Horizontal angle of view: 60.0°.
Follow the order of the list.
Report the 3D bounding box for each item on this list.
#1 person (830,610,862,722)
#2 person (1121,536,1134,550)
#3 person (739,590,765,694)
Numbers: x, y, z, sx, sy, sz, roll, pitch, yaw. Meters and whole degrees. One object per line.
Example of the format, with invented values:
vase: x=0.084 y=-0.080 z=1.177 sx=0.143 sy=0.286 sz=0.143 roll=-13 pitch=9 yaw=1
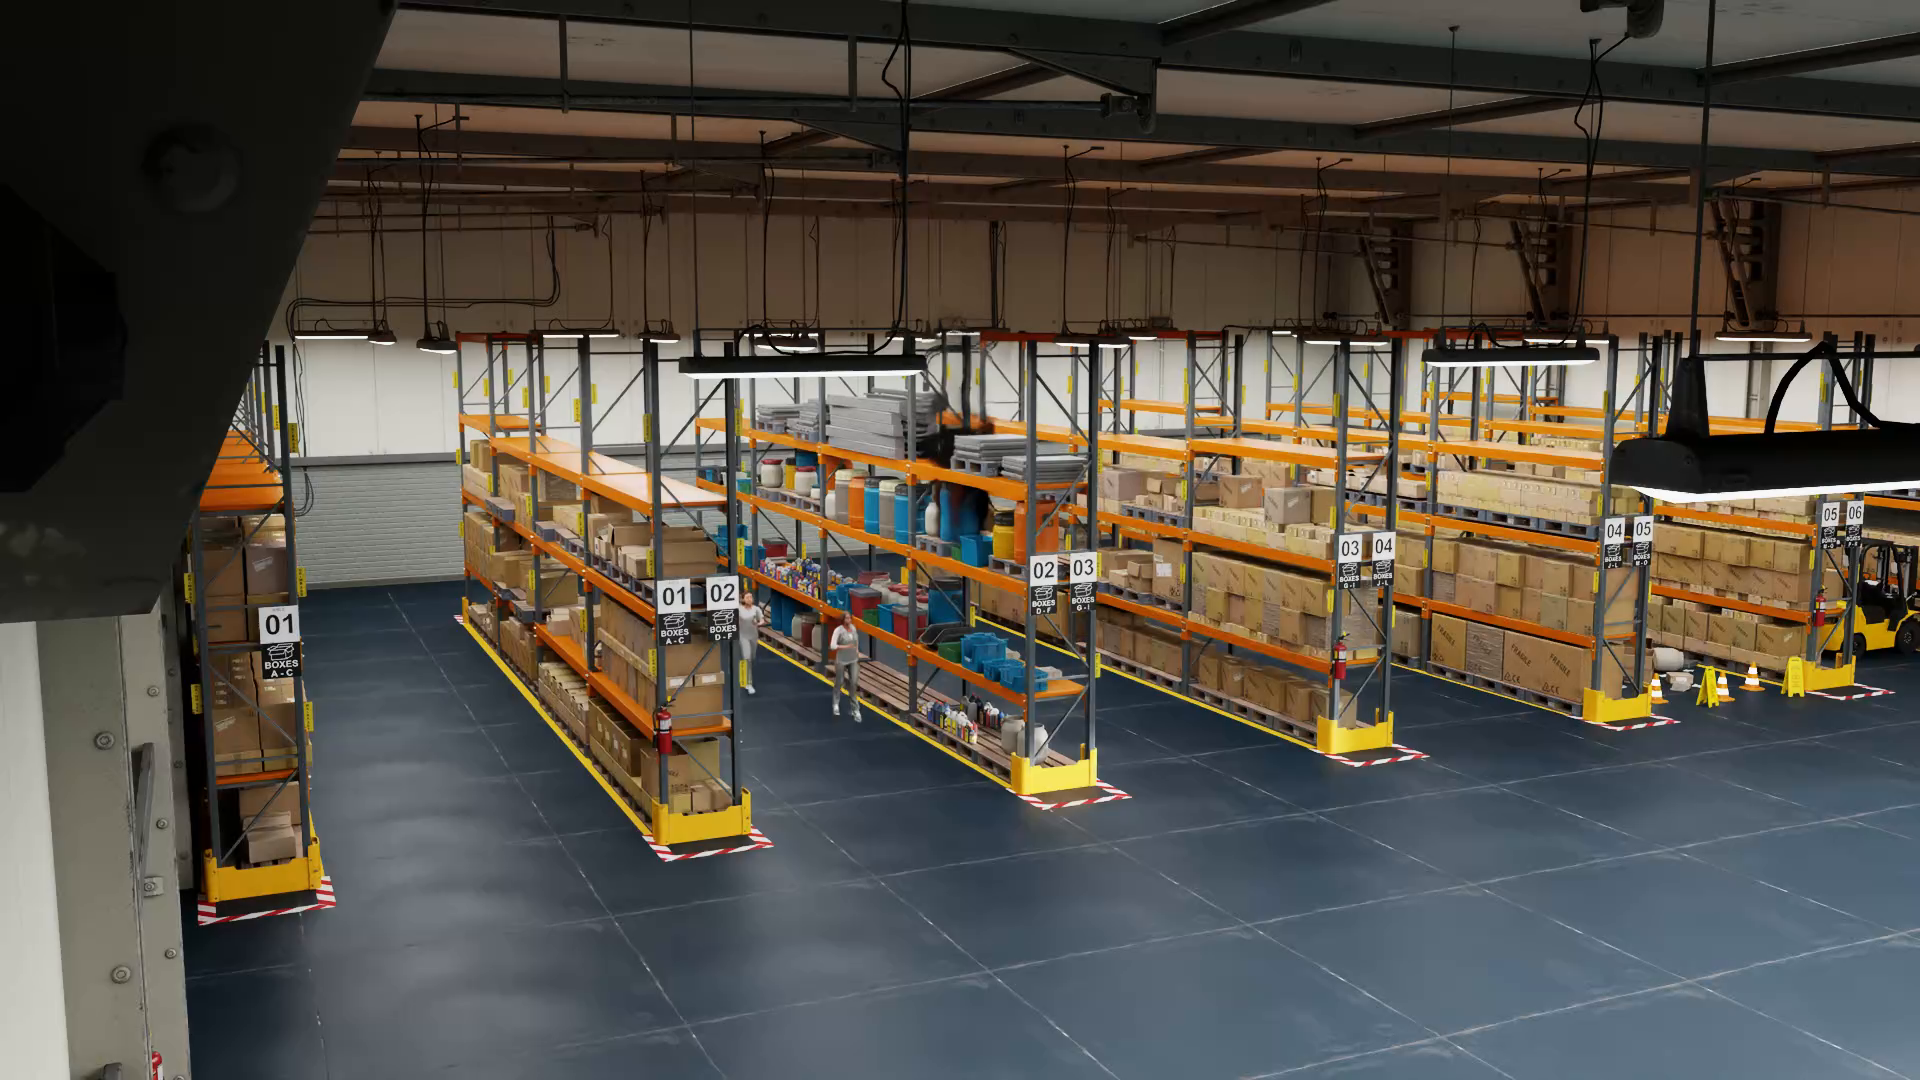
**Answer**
person: x=-1.721 y=1.867 z=25.008 sx=0.565 sy=1.646 sz=0.724 roll=-5 pitch=9 yaw=-30
person: x=4.254 y=-0.191 z=42.342 sx=0.691 sy=1.628 sz=0.568 roll=-4 pitch=9 yaw=-25
person: x=-3.593 y=1.690 z=28.170 sx=0.553 sy=1.674 sz=0.907 roll=-4 pitch=9 yaw=-26
